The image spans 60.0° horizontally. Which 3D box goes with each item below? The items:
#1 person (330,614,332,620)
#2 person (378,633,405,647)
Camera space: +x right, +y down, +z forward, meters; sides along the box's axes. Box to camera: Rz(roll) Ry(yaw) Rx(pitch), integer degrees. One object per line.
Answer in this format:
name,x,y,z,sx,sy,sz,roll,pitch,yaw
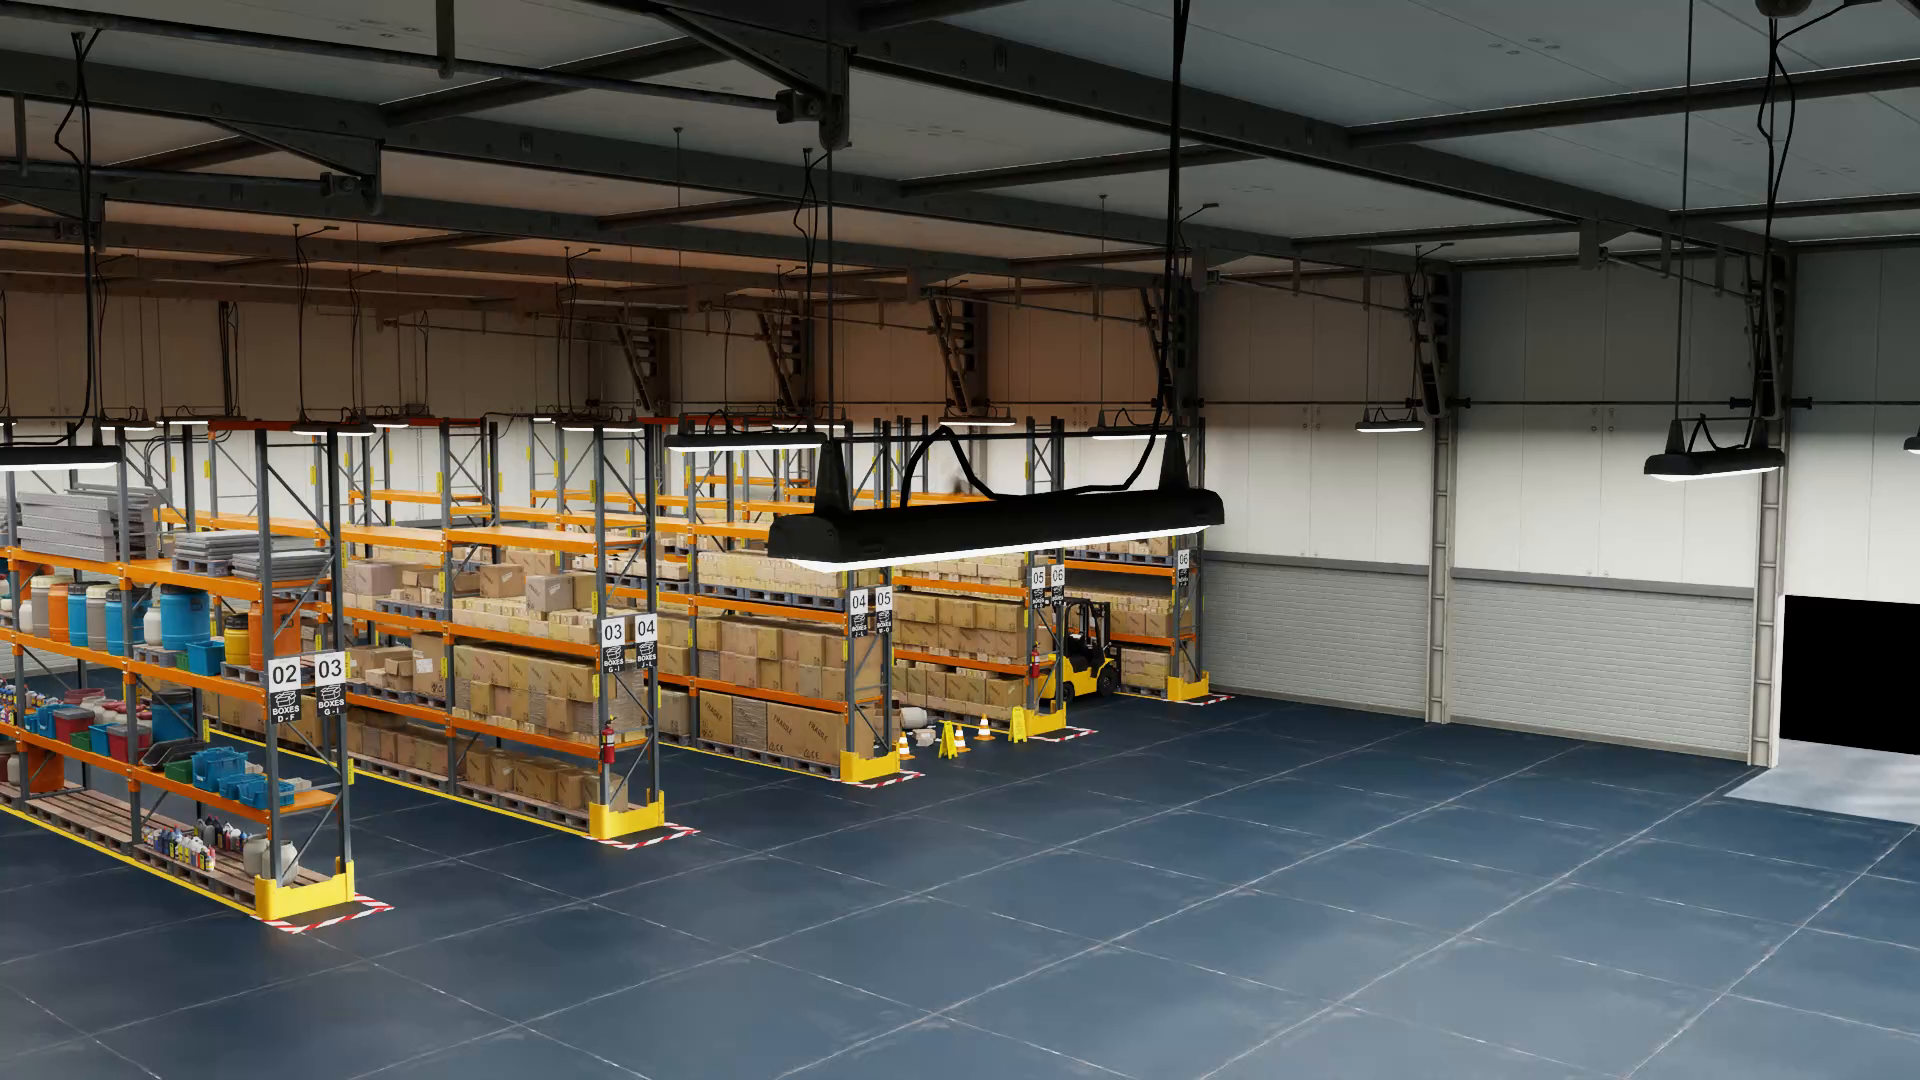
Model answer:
person,-13.651,2.425,36.279,0.737,1.809,0.677,5,7,44
person,-13.787,2.178,40.126,0.890,1.661,0.637,0,5,-2
